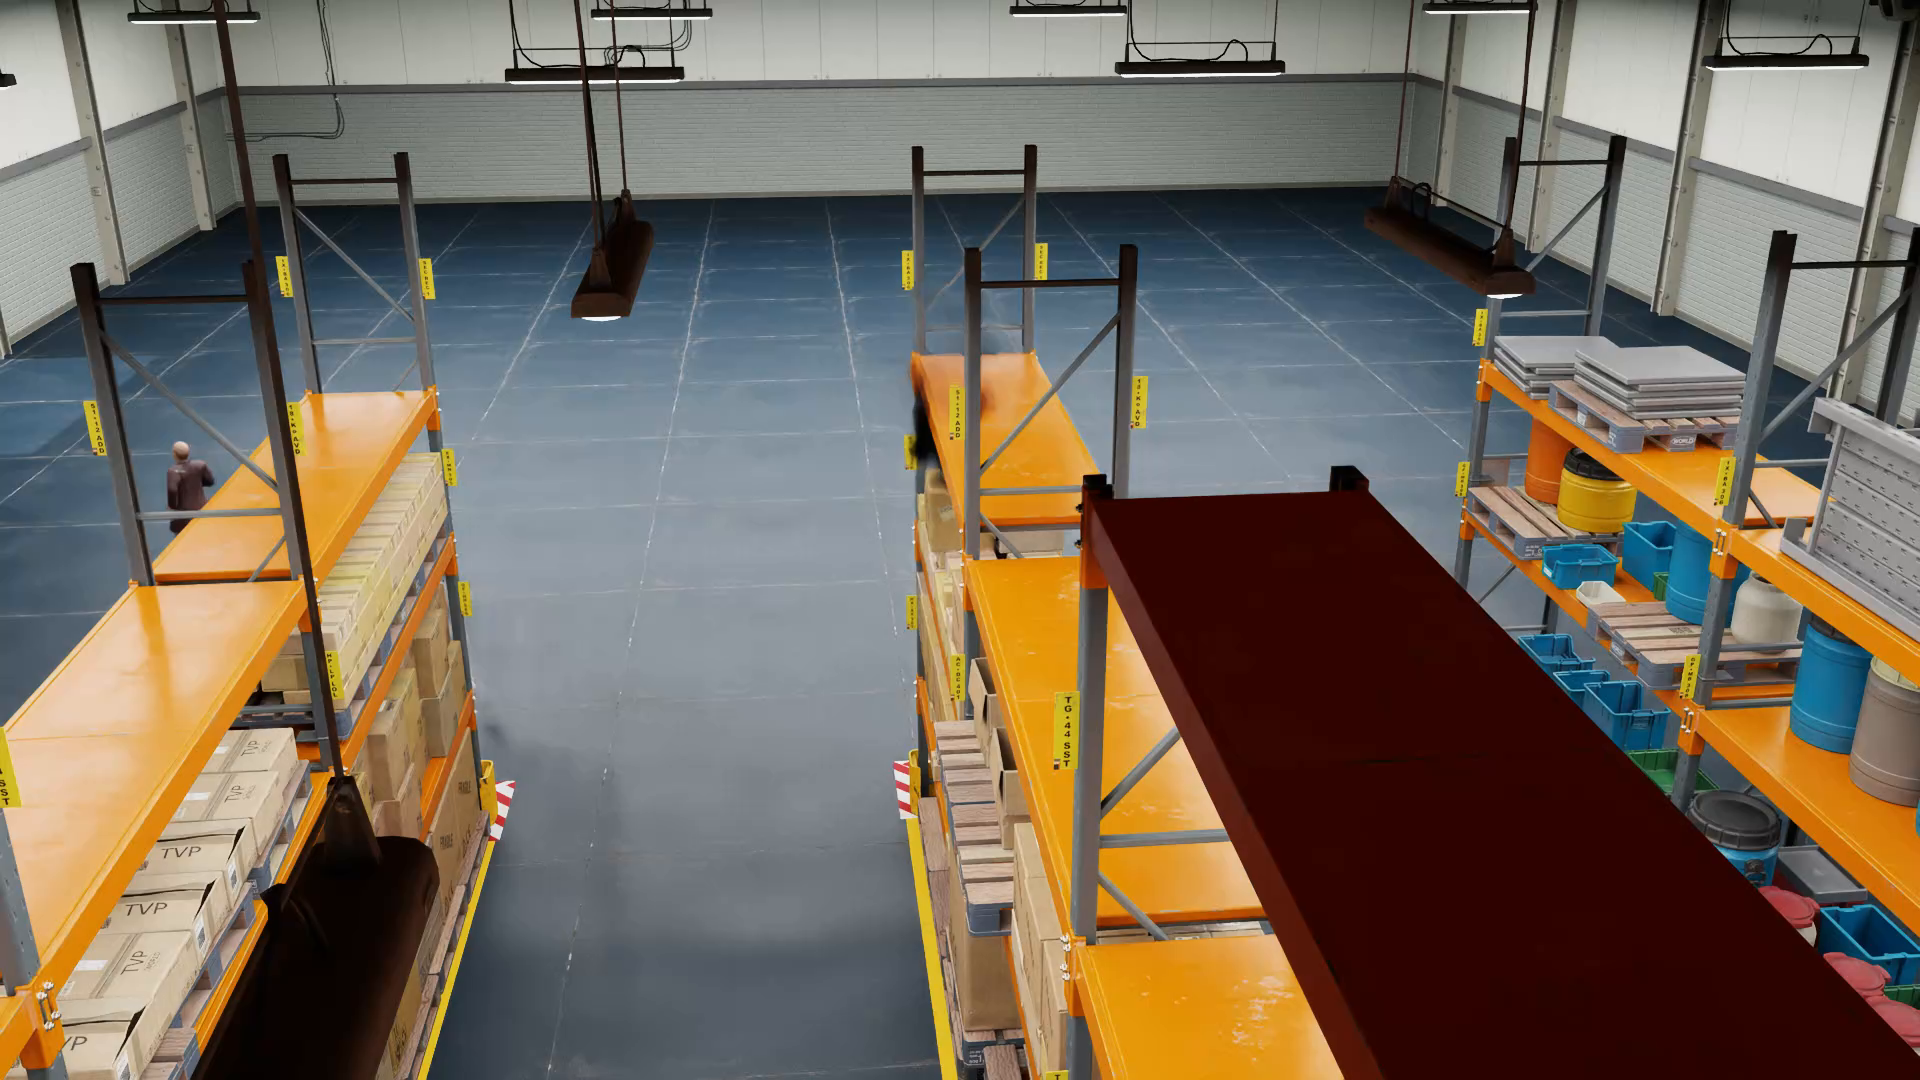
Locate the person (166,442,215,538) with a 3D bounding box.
[{"bbox_3d":[-9.235,-0.326,19.990,1.040,1.791,0.708,16,27,35],"label":"person"}]
